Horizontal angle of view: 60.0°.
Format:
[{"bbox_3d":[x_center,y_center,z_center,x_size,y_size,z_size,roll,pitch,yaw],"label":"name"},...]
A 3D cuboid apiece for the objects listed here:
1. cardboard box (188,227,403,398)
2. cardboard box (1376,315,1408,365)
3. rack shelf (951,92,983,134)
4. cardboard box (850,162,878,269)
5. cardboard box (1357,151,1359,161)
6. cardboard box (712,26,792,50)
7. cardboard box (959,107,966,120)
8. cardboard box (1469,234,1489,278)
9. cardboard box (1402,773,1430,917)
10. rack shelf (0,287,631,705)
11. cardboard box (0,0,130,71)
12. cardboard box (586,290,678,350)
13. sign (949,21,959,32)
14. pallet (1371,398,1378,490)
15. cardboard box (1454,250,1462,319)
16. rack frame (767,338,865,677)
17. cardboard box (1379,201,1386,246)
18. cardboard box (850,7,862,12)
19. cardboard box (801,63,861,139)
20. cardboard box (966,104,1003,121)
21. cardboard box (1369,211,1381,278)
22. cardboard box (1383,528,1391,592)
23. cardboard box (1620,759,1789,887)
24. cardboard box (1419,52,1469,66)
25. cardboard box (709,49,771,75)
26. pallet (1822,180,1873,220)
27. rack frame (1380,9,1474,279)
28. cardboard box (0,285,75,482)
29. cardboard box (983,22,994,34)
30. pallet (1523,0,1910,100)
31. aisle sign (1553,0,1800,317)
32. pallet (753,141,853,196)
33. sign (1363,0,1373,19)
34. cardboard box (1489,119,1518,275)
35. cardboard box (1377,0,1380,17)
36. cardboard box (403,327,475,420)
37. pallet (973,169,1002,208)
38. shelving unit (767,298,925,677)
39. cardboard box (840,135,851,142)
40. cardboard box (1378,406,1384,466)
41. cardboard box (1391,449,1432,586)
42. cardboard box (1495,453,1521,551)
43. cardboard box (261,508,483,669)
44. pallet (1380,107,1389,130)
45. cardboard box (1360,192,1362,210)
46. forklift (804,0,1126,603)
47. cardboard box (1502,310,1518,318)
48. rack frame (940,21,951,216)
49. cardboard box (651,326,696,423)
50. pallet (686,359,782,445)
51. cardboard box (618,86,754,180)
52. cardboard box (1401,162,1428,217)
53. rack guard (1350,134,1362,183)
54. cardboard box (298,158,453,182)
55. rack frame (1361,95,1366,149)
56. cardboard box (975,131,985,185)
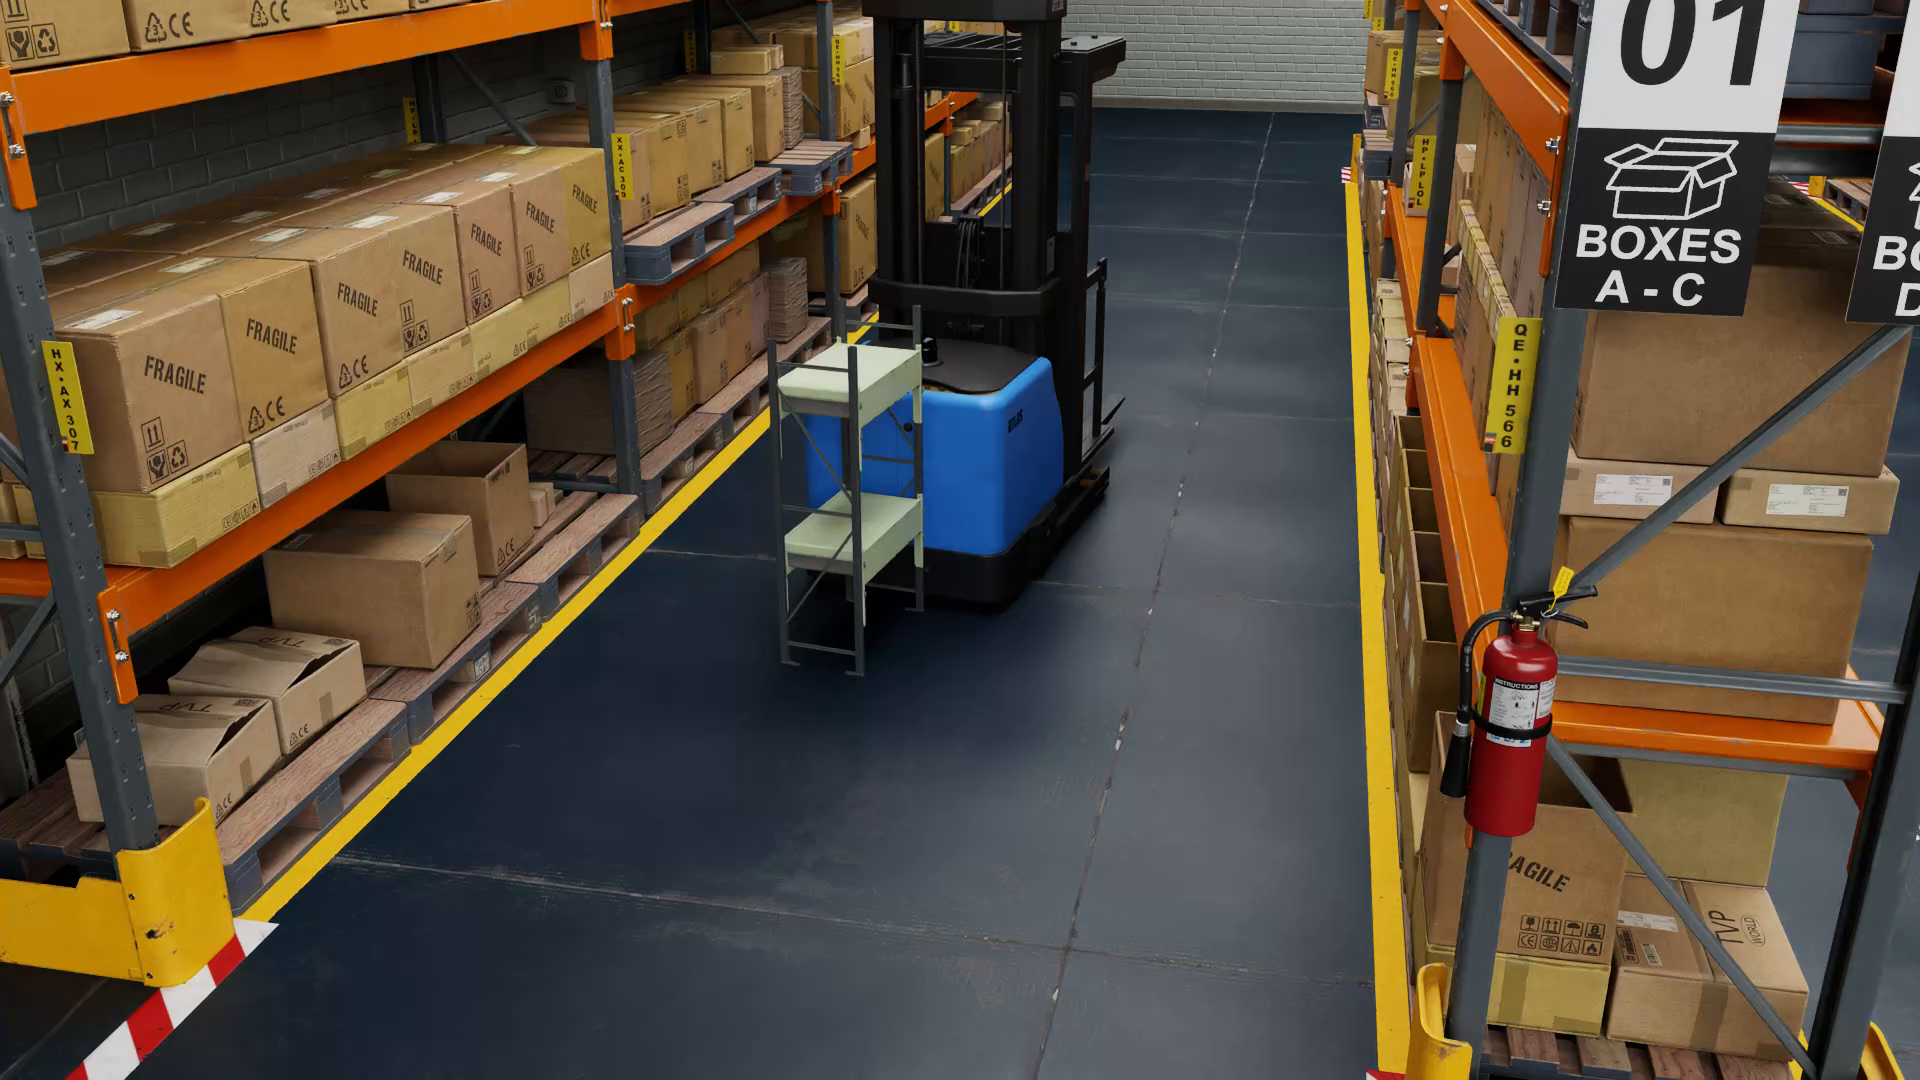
[{"bbox_3d":[-2.425,-0.846,6.108,0.500,0.500,0.500,4,22,9],"label":"cardboard box"},{"bbox_3d":[2.844,-1.219,10.232,0.500,0.311,0.500,4,22,9],"label":"cardboard box"},{"bbox_3d":[-0.182,-4.824,17.780,1.077,0.370,4.000,4,22,11],"label":"rack shelf"},{"bbox_3d":[-0.943,-2.740,13.958,0.750,0.750,0.750,4,22,11],"label":"cardboard box"},{"bbox_3d":[4.654,-4.268,18.663,0.380,0.149,0.250,4,22,11],"label":"cardboard box"},{"bbox_3d":[-1.568,-3.691,12.440,0.500,0.250,0.500,5,22,12],"label":"cardboard box"},{"bbox_3d":[-0.143,-4.746,18.539,0.380,0.149,0.250,5,22,11],"label":"cardboard box"},{"bbox_3d":[2.229,-1.106,6.583,0.380,0.149,0.250,4,22,10],"label":"cardboard box"},{"bbox_3d":[1.722,1.017,5.433,0.500,0.250,0.500,4,22,11],"label":"cardboard box"},{"bbox_3d":[-2.631,-0.436,6.883,1.077,0.370,4.000,4,22,11],"label":"rack shelf"},{"bbox_3d":[-2.726,-1.588,4.606,0.500,0.500,0.500,5,22,12],"label":"cardboard box"},{"bbox_3d":[-2.002,-1.325,9.882,0.500,0.250,0.500,4,22,10],"label":"cardboard box"},{"bbox_3d":[-0.057,-4.889,15.534,0.100,0.325,0.005,4,22,11],"label":"sign"},{"bbox_3d":[2.987,-0.551,9.939,1.003,0.211,1.213,4,22,11],"label":"pallet"},{"bbox_3d":[2.685,-1.238,8.114,0.500,0.250,0.500,6,23,14],"label":"cardboard box"},{"bbox_3d":[-0.613,-0.119,7.141,0.400,1.500,0.023,8,23,18],"label":"rack frame"},{"bbox_3d":[3.412,-2.361,12.453,0.500,0.250,0.500,5,23,13],"label":"cardboard box"},{"bbox_3d":[-0.653,-4.405,14.213,0.500,0.250,0.500,5,22,12],"label":"cardboard box"},{"bbox_3d":[-1.057,-3.316,12.512,0.500,0.500,0.500,5,22,13],"label":"cardboard box"},{"bbox_3d":[0.282,-4.808,18.691,0.380,0.149,0.250,5,22,12],"label":"cardboard box"},{"bbox_3d":[3.612,-2.374,13.489,0.500,0.500,0.500,4,22,9],"label":"cardboard box"},{"bbox_3d":[2.236,0.103,7.702,0.500,0.250,0.500,4,22,11],"label":"cardboard box"},{"bbox_3d":[2.239,0.709,5.193,0.500,0.500,0.500,4,22,11],"label":"cardboard box"},{"bbox_3d":[3.836,-3.387,12.554,0.700,0.500,0.500,9,24,21],"label":"cardboard box"},{"bbox_3d":[-1.499,-3.268,11.361,0.380,0.149,0.250,1,22,2],"label":"cardboard box"},{"bbox_3d":[9.718,-3.542,17.366,1.003,0.211,1.213,4,22,11],"label":"pallet"},{"bbox_3d":[3.444,-2.587,11.263,1.000,3.000,0.127,4,22,11],"label":"rack frame"},{"bbox_3d":[-3.151,-0.514,5.285,0.500,0.500,0.500,4,22,10],"label":"cardboard box"},{"bbox_3d":[-0.170,-5.296,17.588,0.980,0.700,0.700,3,22,8],"label":"cardboard box"},{"bbox_3d":[1.981,-1.269,4.092,1.003,0.211,1.213,4,22,11],"label":"pallet"},{"bbox_3d":[1.510,-0.866,3.509,0.394,0.787,0.004,4,22,11],"label":"aisle sign"},{"bbox_3d":[-1.448,-2.606,11.566,1.213,0.211,1.003,4,22,11],"label":"pallet"},{"bbox_3d":[4.545,-5.956,18.469,0.100,0.325,0.005,4,22,11],"label":"sign"},{"bbox_3d":[2.339,-1.242,6.052,0.700,0.500,0.500,4,22,11],"label":"cardboard box"},{"bbox_3d":[4.315,-5.137,16.121,0.500,0.500,0.500,5,22,11],"label":"cardboard box"},{"bbox_3d":[-2.321,-0.693,6.734,0.500,0.250,0.500,5,22,11],"label":"cardboard box"},{"bbox_3d":[-0.112,-3.853,18.137,1.003,0.211,1.213,4,22,11],"label":"pallet"},{"bbox_3d":[-0.489,-0.247,7.460,0.431,1.500,0.755,8,23,18],"label":"shelving unit"},{"bbox_3d":[-1.053,-3.051,12.723,0.380,0.149,0.250,5,22,12],"label":"cardboard box"},{"bbox_3d":[2.637,-0.590,9.421,0.500,0.250,0.500,5,22,12],"label":"cardboard box"},{"bbox_3d":[2.132,-0.063,7.109,0.500,0.500,0.500,4,22,11],"label":"cardboard box"},{"bbox_3d":[2.129,-0.251,5.329,0.700,0.500,0.500,5,22,11],"label":"cardboard box"},{"bbox_3d":[-2.495,0.198,7.103,0.700,0.500,0.500,3,22,8],"label":"cardboard box"},{"bbox_3d":[3.836,-3.210,13.066,1.003,0.211,1.213,4,22,11],"label":"pallet"},{"bbox_3d":[4.116,-3.304,16.269,0.380,0.149,0.250,4,22,11],"label":"cardboard box"},{"bbox_3d":[0.213,-1.581,8.855,1.130,2.935,3.031,8,23,18],"label":"forklift"},{"bbox_3d":[1.966,-0.637,5.418,0.380,0.149,0.250,5,22,12],"label":"cardboard box"},{"bbox_3d":[-0.590,-4.427,15.830,1.000,3.000,0.127,4,22,11],"label":"rack frame"},{"bbox_3d":[-2.032,-1.009,10.100,0.700,0.500,0.500,4,22,10],"label":"cardboard box"},{"bbox_3d":[-1.818,-0.940,10.904,1.003,0.211,1.213,4,22,11],"label":"pallet"},{"bbox_3d":[-1.725,-2.584,10.532,0.700,0.500,0.500,4,22,11],"label":"cardboard box"},{"bbox_3d":[3.072,-2.234,10.504,0.500,0.311,0.500,4,22,10],"label":"cardboard box"},{"bbox_3d":[5.061,-4.326,18.926,1.175,0.500,0.348,4,22,11],"label":"rack guard"},{"bbox_3d":[-2.632,-1.444,7.593,0.500,0.500,0.500,4,22,11],"label":"cardboard box"},{"bbox_3d":[5.076,-5.513,18.528,1.000,3.000,0.127,4,22,11],"label":"rack frame"},{"bbox_3d":[-0.125,-4.099,17.799,0.700,0.500,0.500,5,22,12],"label":"cardboard box"}]
